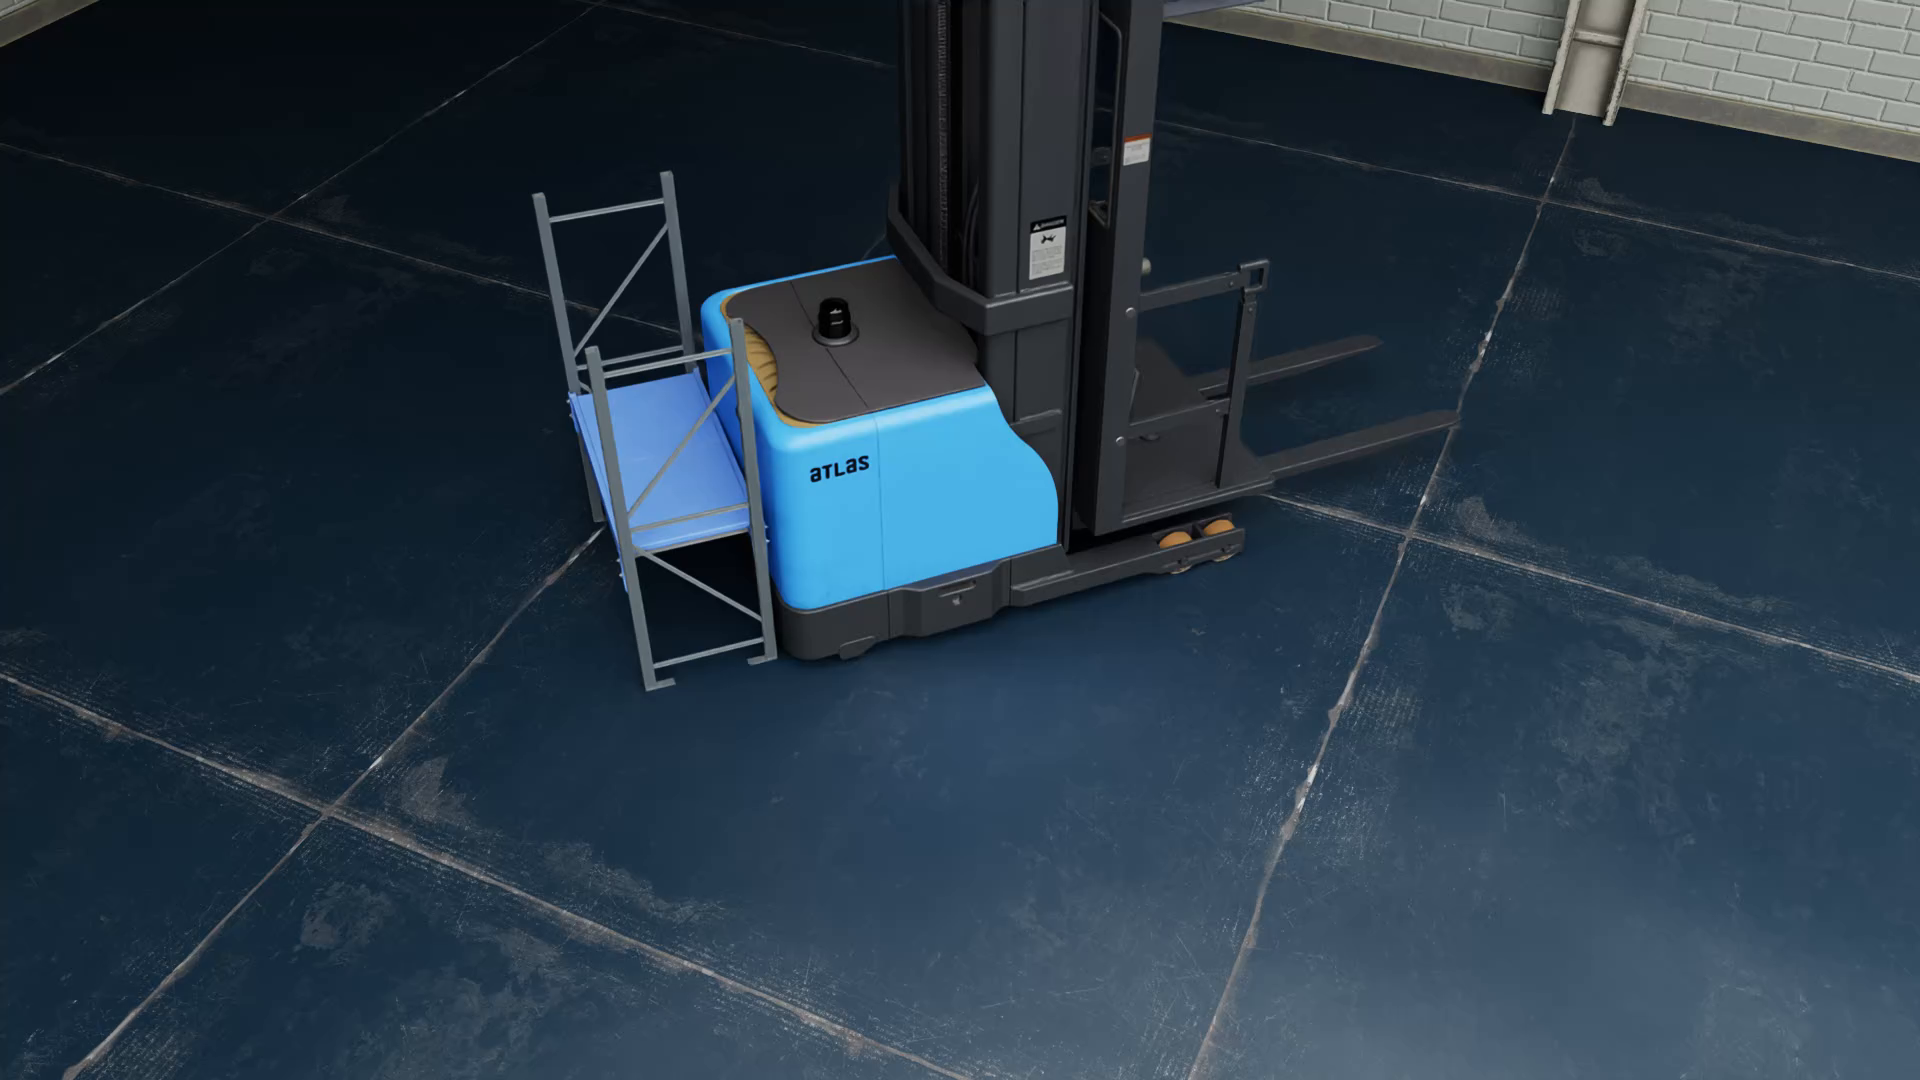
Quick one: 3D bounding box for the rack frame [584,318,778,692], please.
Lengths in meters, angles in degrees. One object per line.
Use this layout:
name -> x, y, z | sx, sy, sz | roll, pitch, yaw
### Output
rack frame -> -0.924, -0.074, 5.691 | 0.500, 1.500, 0.032 | -13, 43, -15

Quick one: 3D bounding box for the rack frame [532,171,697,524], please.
rack frame -> -1.272, -0.700, 6.412 | 0.500, 1.500, 0.032 | -13, 43, -15

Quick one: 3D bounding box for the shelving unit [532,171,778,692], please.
shelving unit -> -1.098, -0.387, 6.051 | 0.538, 1.500, 1.048 | -13, 43, -15

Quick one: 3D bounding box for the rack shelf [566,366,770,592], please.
rack shelf -> -1.098, -0.251, 6.169 | 0.538, 0.185, 1.000 | -13, 43, -15

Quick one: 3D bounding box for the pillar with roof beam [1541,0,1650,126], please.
pillar with roof beam -> 1.779, -3.347, 3.742 | 0.400, 9.000, 9.100 | 17, 44, 19

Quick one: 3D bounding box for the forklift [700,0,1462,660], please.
forklift -> 0.591, -1.282, 5.991 | 3.031, 2.935, 1.130 | -15, 43, -17
